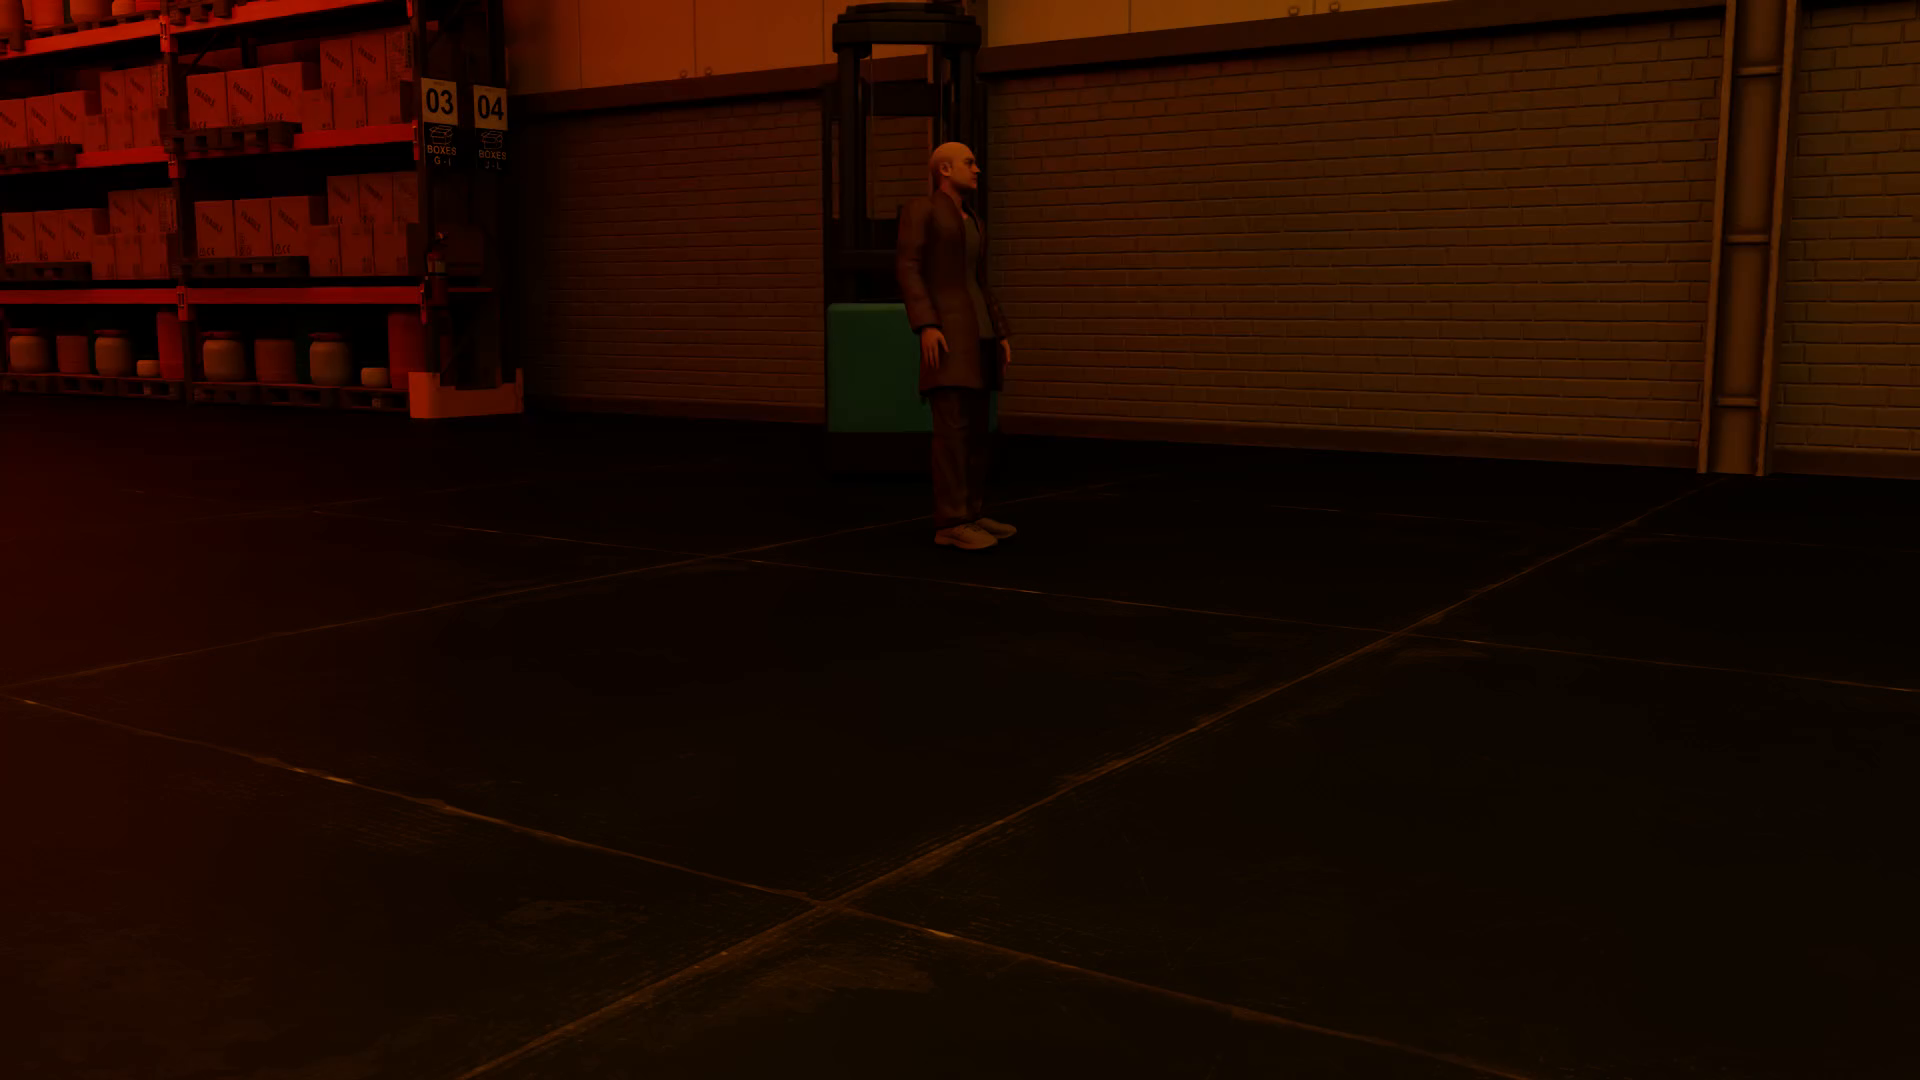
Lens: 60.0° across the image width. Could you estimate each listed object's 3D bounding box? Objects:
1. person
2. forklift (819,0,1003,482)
[{"bbox_3d":[0.073,-0.880,7.423,0.581,1.775,0.697,5,10,34],"label":"person"},{"bbox_3d":[-0.366,-1.970,11.047,1.130,2.935,3.031,-1,8,-4],"label":"forklift"}]
